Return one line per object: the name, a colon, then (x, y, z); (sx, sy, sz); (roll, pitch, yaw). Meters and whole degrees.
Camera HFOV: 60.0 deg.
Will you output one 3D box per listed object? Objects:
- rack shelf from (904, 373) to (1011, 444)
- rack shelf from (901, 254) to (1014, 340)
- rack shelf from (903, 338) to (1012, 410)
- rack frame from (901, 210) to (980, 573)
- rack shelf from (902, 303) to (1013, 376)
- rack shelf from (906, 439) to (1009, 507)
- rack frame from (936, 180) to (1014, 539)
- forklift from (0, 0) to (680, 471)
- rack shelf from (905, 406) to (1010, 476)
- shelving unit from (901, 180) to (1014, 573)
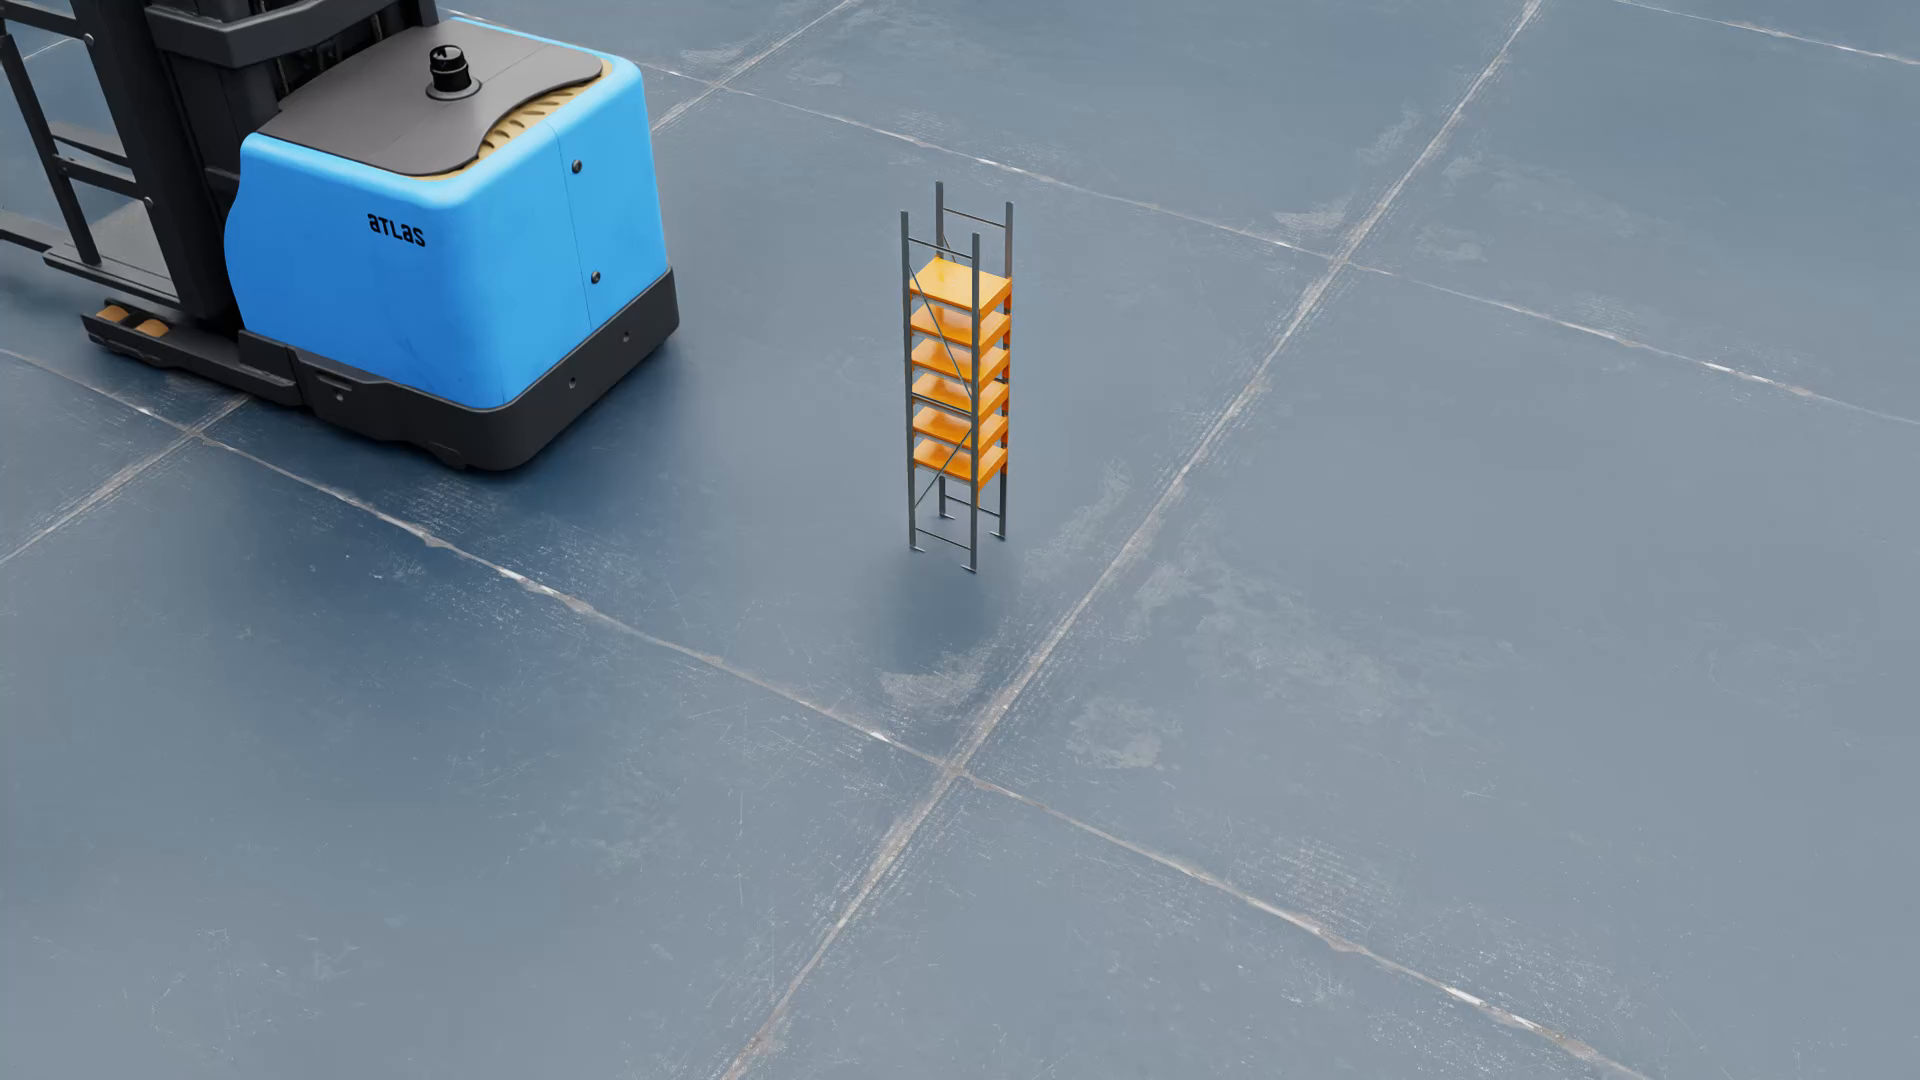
rack shelf: (-0.007, -0.409, 4.873); (0.258, 0.103, 0.180); (21, 45, 22)
rack shelf: (-0.007, -0.679, 4.636); (0.258, 0.103, 0.180); (21, 45, 22)
rack shelf: (-0.007, -0.499, 4.794); (0.258, 0.103, 0.180); (21, 45, 22)
rack frame: (-0.053, -0.390, 4.785); (0.240, 1.200, 0.006); (21, 45, 22)
rack shelf: (-0.007, -0.589, 4.715); (0.258, 0.103, 0.180); (21, 45, 22)
rack shelf: (-0.007, -0.229, 5.032); (0.258, 0.103, 0.180); (21, 45, 22)
rack frame: (0.039, -0.494, 4.904); (0.240, 1.200, 0.006); (21, 45, 22)
forklift: (-2.568, -2.010, 5.315); (3.031, 2.935, 1.130); (19, 45, 20)
rack shelf: (-0.007, -0.319, 4.953); (0.258, 0.103, 0.180); (21, 45, 22)
shelving unit: (-0.007, -0.442, 4.844); (0.258, 1.200, 0.189); (21, 45, 22)
